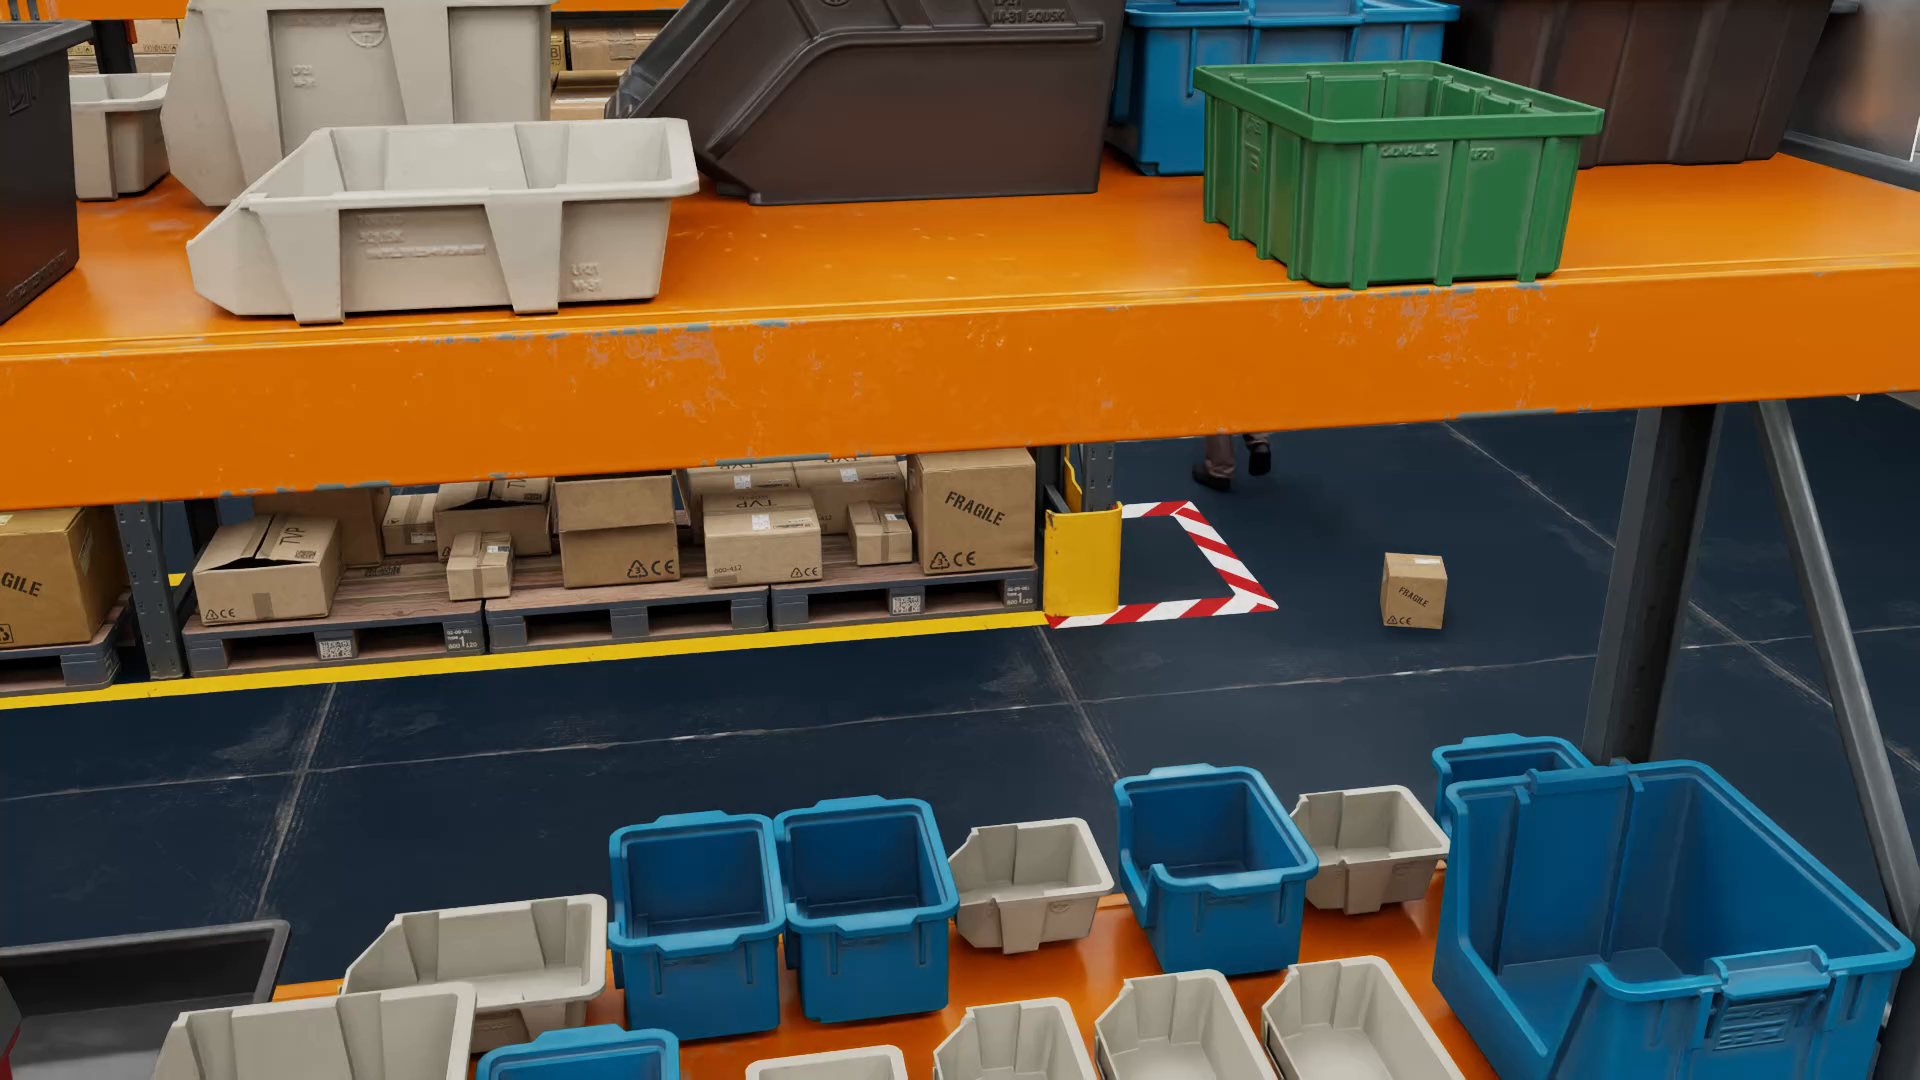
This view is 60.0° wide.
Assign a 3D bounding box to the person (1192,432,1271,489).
[{"bbox_3d":[1.399,-1.124,8.731,0.575,1.721,0.445,-8,24,-18],"label":"person"}]
